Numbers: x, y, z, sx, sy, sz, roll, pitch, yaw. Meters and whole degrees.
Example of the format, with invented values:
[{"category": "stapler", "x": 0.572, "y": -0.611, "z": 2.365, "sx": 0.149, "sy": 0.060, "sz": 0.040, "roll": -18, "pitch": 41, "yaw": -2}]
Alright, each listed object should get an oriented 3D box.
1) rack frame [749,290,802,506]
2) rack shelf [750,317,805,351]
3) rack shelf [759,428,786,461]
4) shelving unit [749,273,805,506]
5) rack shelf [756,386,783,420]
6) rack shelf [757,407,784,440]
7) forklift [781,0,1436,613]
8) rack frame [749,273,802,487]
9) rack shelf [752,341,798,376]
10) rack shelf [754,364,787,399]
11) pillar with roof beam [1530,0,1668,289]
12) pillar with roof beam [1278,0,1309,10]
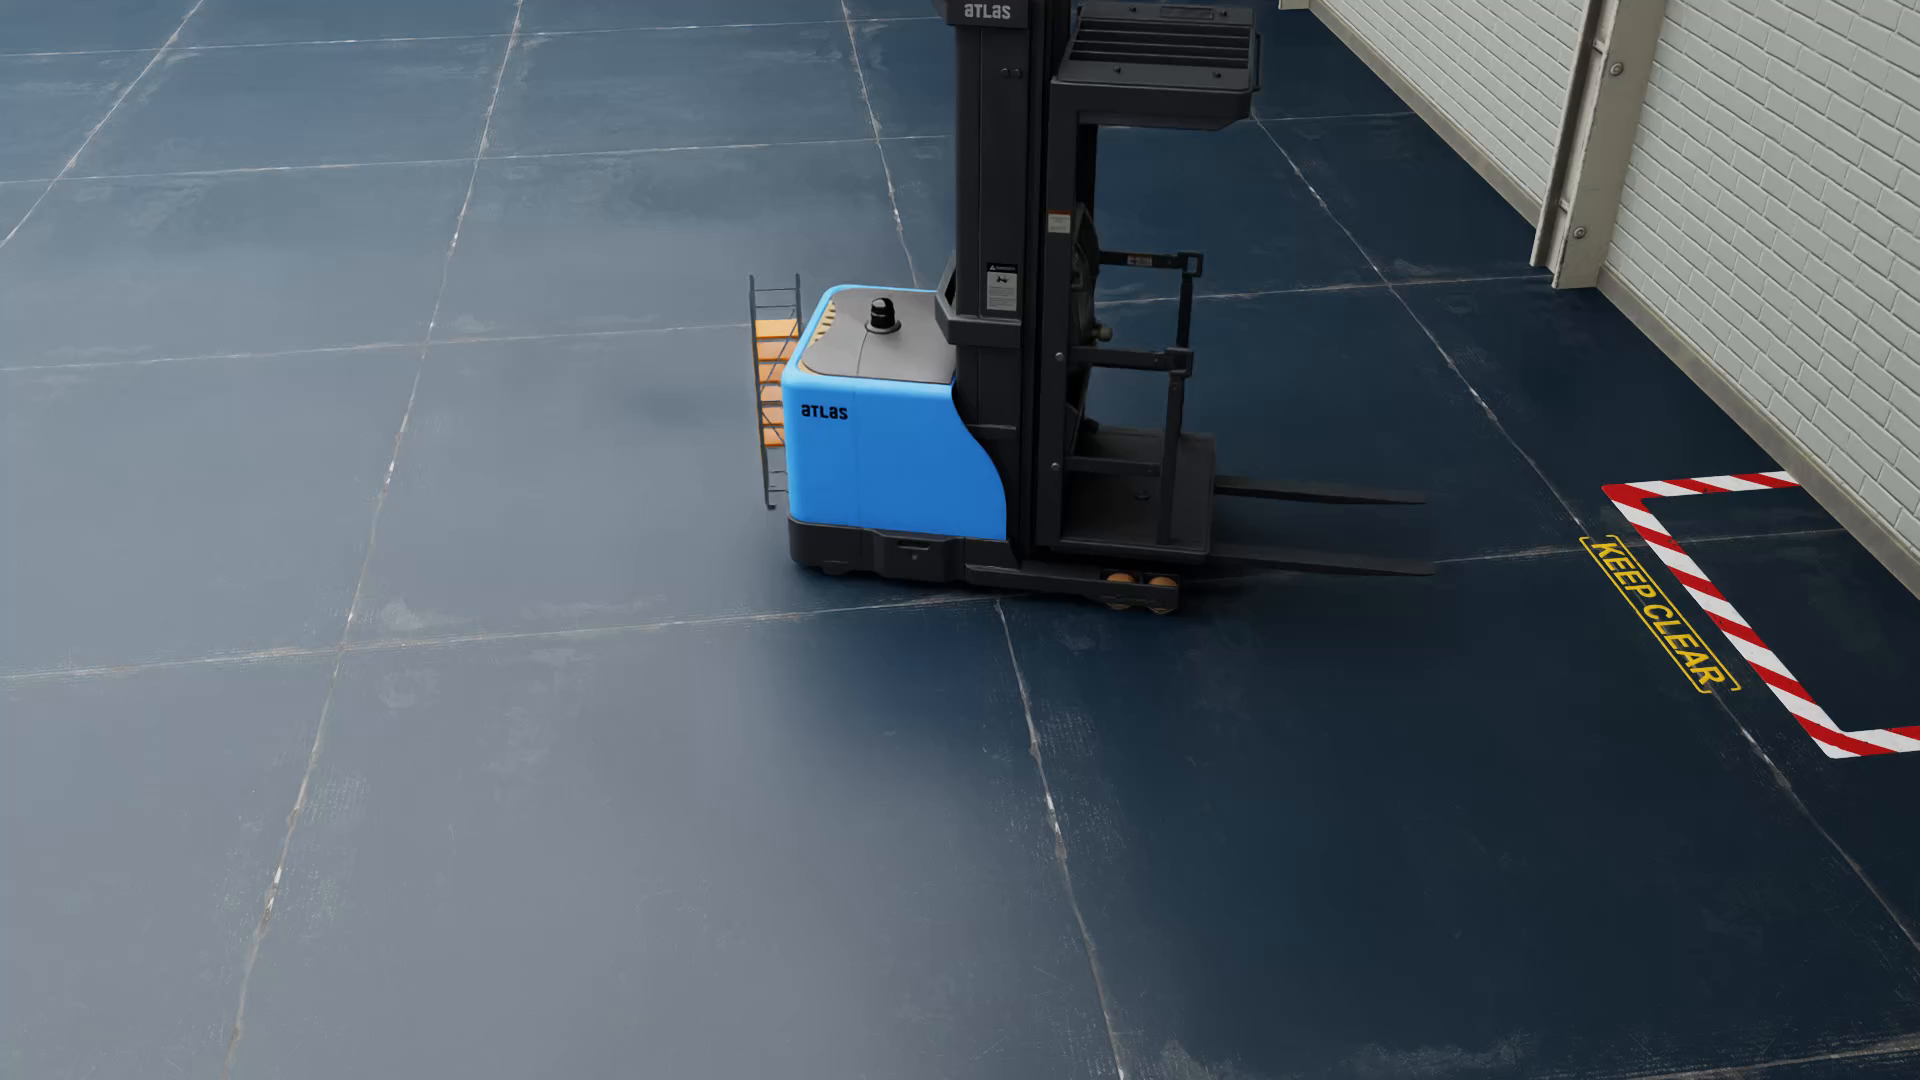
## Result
[{"category": "rack frame", "x": -0.877, "y": -0.679, "z": 8.180, "sx": 0.240, "sy": 1.200, "sz": 0.006, "roll": -3, "pitch": 34, "yaw": -4}, {"category": "rack shelf", "x": -0.885, "y": -0.991, "z": 8.078, "sx": 0.258, "sy": 0.103, "sz": 0.180, "roll": -3, "pitch": 34, "yaw": -4}, {"category": "rack shelf", "x": -0.885, "y": -0.495, "z": 8.416, "sx": 0.258, "sy": 0.103, "sz": 0.180, "roll": -3, "pitch": 34, "yaw": -4}, {"category": "shelving unit", "x": -0.885, "y": -0.730, "z": 8.256, "sx": 0.258, "sy": 1.200, "sz": 0.189, "roll": -3, "pitch": 34, "yaw": -4}, {"category": "rack shelf", "x": -0.885, "y": -0.693, "z": 8.281, "sx": 0.258, "sy": 0.103, "sz": 0.180, "roll": -3, "pitch": 34, "yaw": -4}, {"category": "rack shelf", "x": -0.885, "y": -0.594, "z": 8.348, "sx": 0.258, "sy": 0.103, "sz": 0.180, "roll": -3, "pitch": 34, "yaw": -4}, {"category": "forklift", "x": 0.742, "y": -1.194, "z": 7.400, "sx": 3.031, "sy": 2.935, "sz": 1.130, "roll": 5, "pitch": 35, "yaw": 8}, {"category": "rack frame", "x": -0.892, "y": -0.781, "z": 8.331, "sx": 0.240, "sy": 1.200, "sz": 0.006, "roll": -3, "pitch": 34, "yaw": -4}, {"category": "rack shelf", "x": -0.885, "y": -0.892, "z": 8.146, "sx": 0.258, "sy": 0.103, "sz": 0.180, "roll": -3, "pitch": 34, "yaw": -4}, {"category": "rack shelf", "x": -0.885, "y": -0.793, "z": 8.213, "sx": 0.258, "sy": 0.103, "sz": 0.180, "roll": -3, "pitch": 34, "yaw": -4}, {"category": "pillar with roof beam", "x": -0.348, "y": -5.114, "z": 7.763, "sx": 9.100, "sy": 9.000, "sz": 0.400, "roll": -4, "pitch": 35, "yaw": -6}, {"category": "pillar with roof beam", "x": -1.155, "y": -8.462, "z": 12.676, "sx": 9.100, "sy": 9.000, "sz": 0.400, "roll": -4, "pitch": 35, "yaw": -6}]
